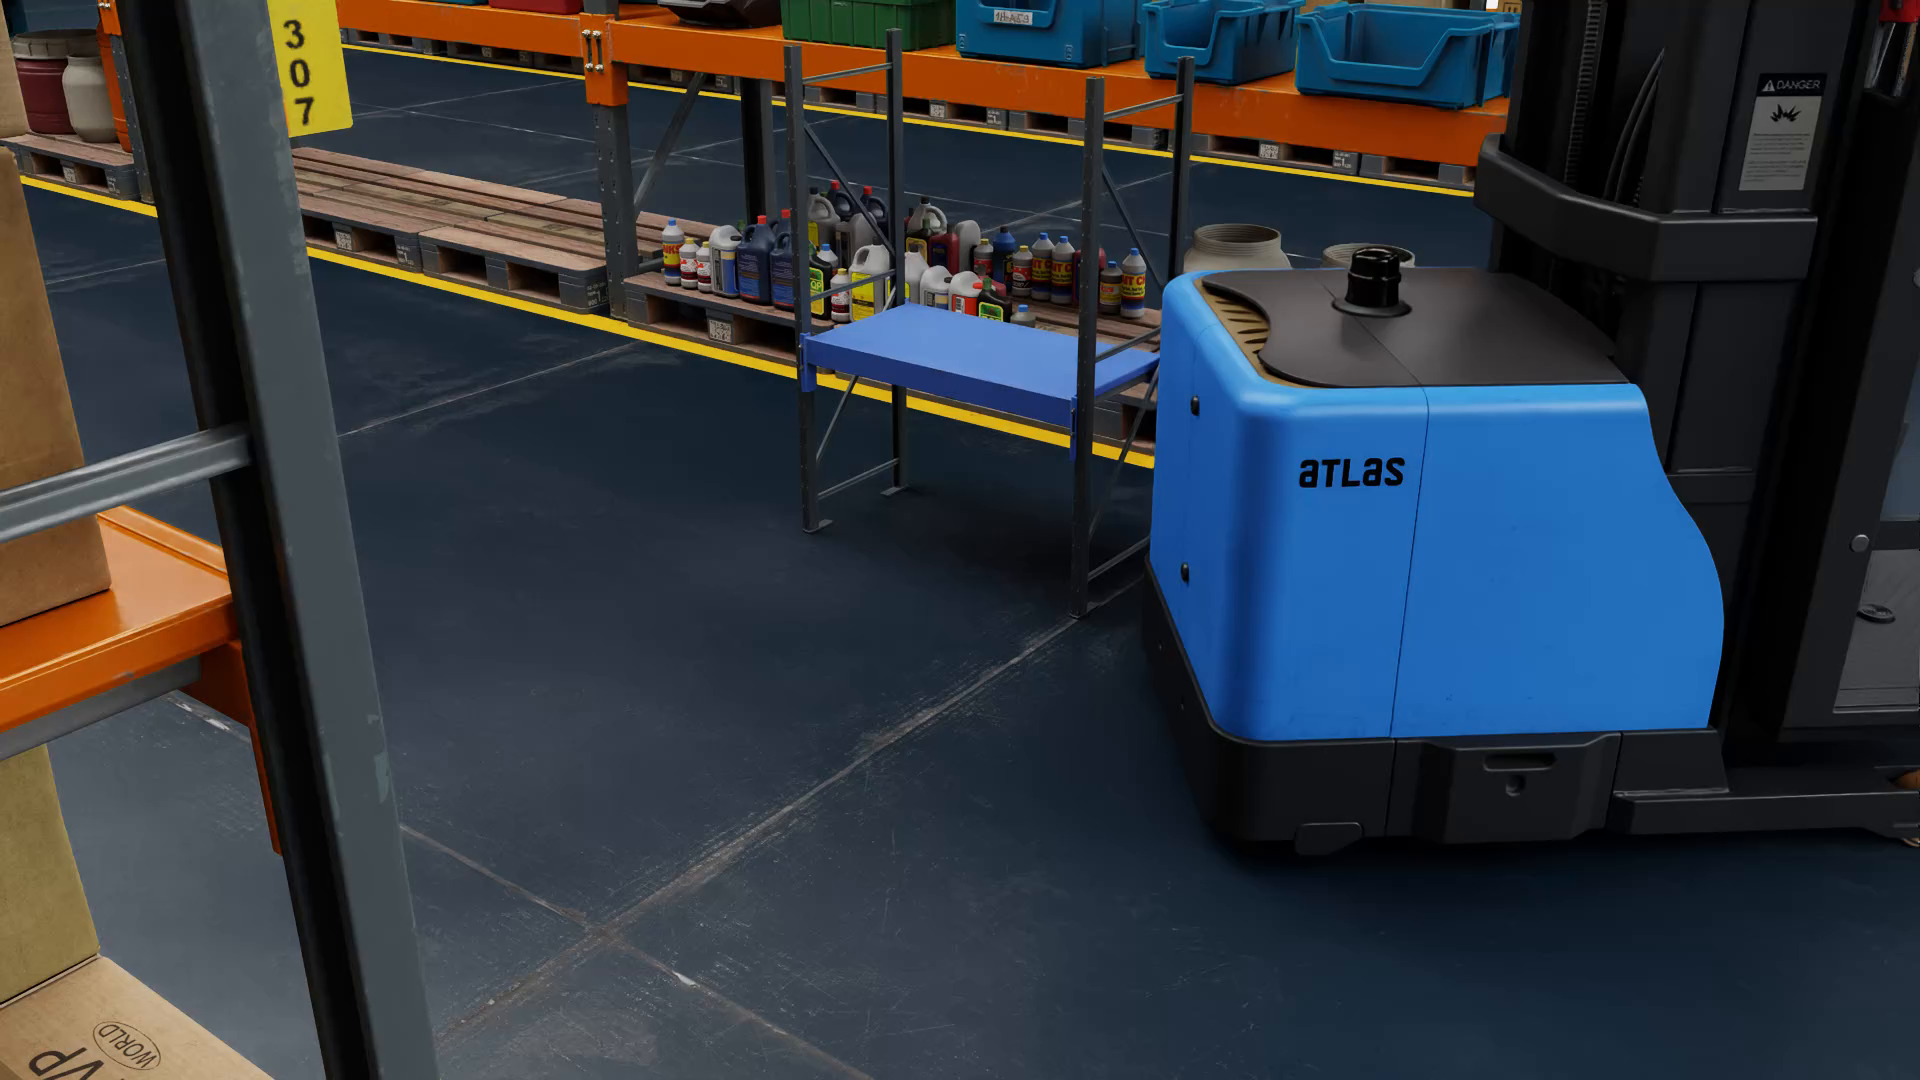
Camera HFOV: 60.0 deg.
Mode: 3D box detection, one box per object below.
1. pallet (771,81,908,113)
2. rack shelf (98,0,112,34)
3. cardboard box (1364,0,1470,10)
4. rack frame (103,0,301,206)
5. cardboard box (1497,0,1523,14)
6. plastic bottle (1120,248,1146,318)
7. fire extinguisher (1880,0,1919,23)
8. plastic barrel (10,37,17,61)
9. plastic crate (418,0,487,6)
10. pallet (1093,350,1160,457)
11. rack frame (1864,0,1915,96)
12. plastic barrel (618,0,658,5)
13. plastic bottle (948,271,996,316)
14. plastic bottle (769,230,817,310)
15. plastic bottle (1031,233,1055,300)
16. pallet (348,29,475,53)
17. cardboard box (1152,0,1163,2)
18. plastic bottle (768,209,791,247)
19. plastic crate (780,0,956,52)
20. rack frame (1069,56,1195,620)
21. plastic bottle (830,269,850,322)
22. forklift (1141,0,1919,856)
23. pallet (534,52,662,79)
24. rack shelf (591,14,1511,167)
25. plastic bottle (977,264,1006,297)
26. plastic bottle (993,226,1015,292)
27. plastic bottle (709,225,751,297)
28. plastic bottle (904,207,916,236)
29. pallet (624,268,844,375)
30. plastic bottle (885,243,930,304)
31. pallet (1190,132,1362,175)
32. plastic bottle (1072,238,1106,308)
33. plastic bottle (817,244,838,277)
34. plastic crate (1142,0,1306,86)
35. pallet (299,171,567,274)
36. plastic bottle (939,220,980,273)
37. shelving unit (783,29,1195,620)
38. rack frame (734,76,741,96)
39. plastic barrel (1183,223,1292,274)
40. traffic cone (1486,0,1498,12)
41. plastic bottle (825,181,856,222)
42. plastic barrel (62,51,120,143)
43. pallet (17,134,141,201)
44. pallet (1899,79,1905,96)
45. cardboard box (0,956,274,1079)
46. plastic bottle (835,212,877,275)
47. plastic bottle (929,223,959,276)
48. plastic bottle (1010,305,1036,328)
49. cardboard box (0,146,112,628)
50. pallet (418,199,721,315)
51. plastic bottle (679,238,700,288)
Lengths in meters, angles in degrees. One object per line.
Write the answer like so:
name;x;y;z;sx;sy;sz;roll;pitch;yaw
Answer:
pallet;-0.839;-3.621;13.207;1.213;0.211;1.003;17;29;33
rack shelf;-6.035;-3.643;10.691;4.000;0.370;1.077;17;29;33
cardboard box;4.242;-4.979;15.100;0.750;0.750;1.050;17;29;33
rack frame;-4.434;-3.489;9.448;0.127;3.000;1.000;17;29;33
cardboard box;5.254;-4.741;14.403;0.875;0.875;0.875;17;29;34
plastic bottle;0.703;-1.046;6.742;0.097;0.271;0.097;0;24;0
fire extinguisher;4.753;-2.941;8.300;0.183;0.674;0.296;17;29;33
plastic barrel;-6.245;-3.036;10.985;0.421;0.512;0.421;0;24;0
plastic crate;-2.303;-2.681;7.634;0.575;0.384;0.392;17;29;33
pallet;1.231;-0.480;6.077;1.213;0.211;1.003;17;29;33
rack frame;4.938;-3.152;8.684;0.127;3.000;1.000;17;29;33
plastic barrel;-1.361;-2.942;7.585;0.708;0.901;0.600;17;29;33
plastic bottle;0.050;-0.882;6.363;0.135;0.276;0.152;17;29;34
plastic bottle;-0.685;-1.136;6.848;0.185;0.351;0.144;15;28;31
plastic bottle;0.349;-1.153;6.985;0.097;0.271;0.097;0;24;0
pallet;-5.226;-4.987;16.307;1.213;0.211;1.003;17;29;33
cardboard box;2.025;-5.649;16.620;0.750;0.750;1.050;16;29;33
plastic bottle;-0.750;-1.228;7.057;0.185;0.351;0.144;17;29;33
plastic crate;-0.317;-2.005;6.344;0.662;0.188;0.450;17;29;33
rack frame;0.475;-0.543;4.622;0.032;1.500;0.500;17;29;33
plastic bottle;-0.473;-0.992;6.705;0.097;0.201;0.097;0;24;0
forklift;2.022;-0.870;3.590;3.031;2.935;1.130;-1;24;-3
pallet;-3.021;-4.321;14.795;1.213;0.211;1.003;17;29;33
rack shelf;0.367;-1.709;6.300;4.000;0.370;1.077;17;29;33
plastic bottle;0.113;-0.919;6.440;0.133;0.283;0.061;17;29;33
plastic bottle;0.187;-1.202;7.096;0.097;0.271;0.097;0;24;0
plastic bottle;-0.966;-1.189;7.060;0.135;0.276;0.152;18;30;35
plastic bottle;-0.236;-1.345;7.405;0.133;0.283;0.061;19;30;37
pallet;-0.721;-1.070;7.416;1.213;0.211;1.003;17;29;33
plastic bottle;-0.196;-0.988;6.512;0.185;0.351;0.144;18;30;35
pallet;2.296;-2.692;11.099;1.213;0.211;1.003;17;29;33
plastic bottle;0.533;-1.112;6.877;0.133;0.283;0.061;17;29;34
plastic bottle;-0.545;-1.076;6.810;0.097;0.271;0.097;0;24;0
plastic crate;0.871;-1.670;5.503;0.408;0.251;0.499;17;29;33
pallet;-2.866;-1.718;8.887;1.213;0.211;1.003;17;29;33
plastic bottle;-0.006;-1.249;7.196;0.135;0.276;0.152;17;29;34
shelving unit;0.068;-0.666;4.901;1.048;1.500;0.538;17;29;33
rack frame;-1.464;-5.087;13.075;0.127;3.000;1.000;17;29;33
plastic barrel;0.994;-0.864;6.055;0.421;0.512;0.421;0;24;0
traffic cone;5.849;-6.004;18.303;0.334;0.463;0.336;17;29;33
plastic bottle;-0.545;-1.448;7.556;0.185;0.351;0.144;16;28;32
plastic barrel;-5.341;-2.763;10.365;0.421;0.512;0.421;0;24;0
pallet;-5.090;-2.390;10.412;1.213;0.211;1.003;17;29;33
pallet;7.307;-3.620;13.205;1.213;0.211;1.003;17;29;33
cardboard box;-1.302;0.908;2.359;0.500;0.250;0.500;17;29;33
plastic bottle;-0.460;-1.313;7.343;0.135;0.276;0.152;17;29;33
plastic bottle;-0.069;-1.217;7.116;0.133;0.283;0.061;17;29;33
plastic bottle;0.235;-0.778;6.220;0.097;0.201;0.097;0;24;0
cardboard box;-1.372;-0.120;1.678;0.500;0.500;0.700;17;29;33
pallet;-1.885;-1.423;8.217;1.213;0.211;1.003;17;29;33
plastic bottle;-1.160;-1.199;7.177;0.097;0.201;0.097;0;24;0
